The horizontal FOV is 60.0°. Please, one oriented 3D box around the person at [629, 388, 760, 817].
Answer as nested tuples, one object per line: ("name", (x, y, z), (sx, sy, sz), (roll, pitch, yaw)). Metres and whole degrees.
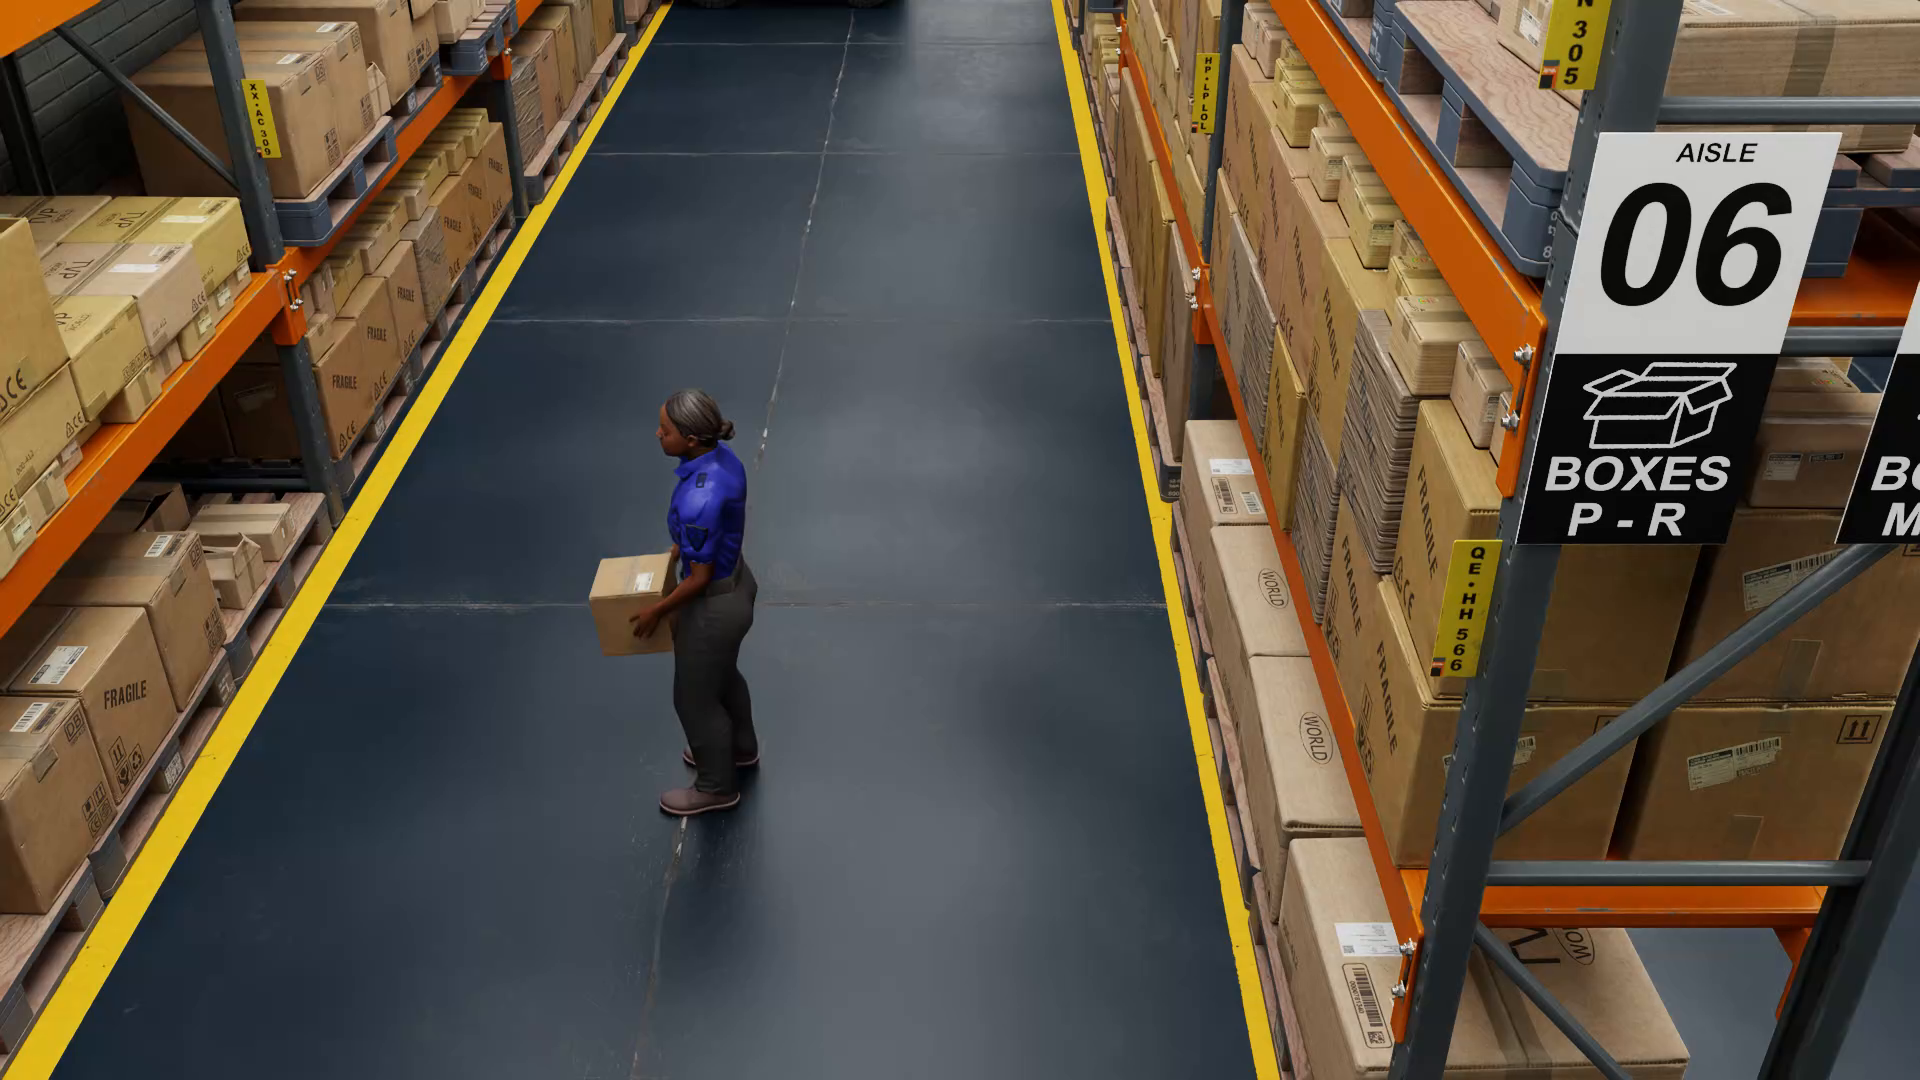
("person", (-0.919, 0.222, 5.774), (0.418, 1.663, 0.475), (-1, 32, -1))
